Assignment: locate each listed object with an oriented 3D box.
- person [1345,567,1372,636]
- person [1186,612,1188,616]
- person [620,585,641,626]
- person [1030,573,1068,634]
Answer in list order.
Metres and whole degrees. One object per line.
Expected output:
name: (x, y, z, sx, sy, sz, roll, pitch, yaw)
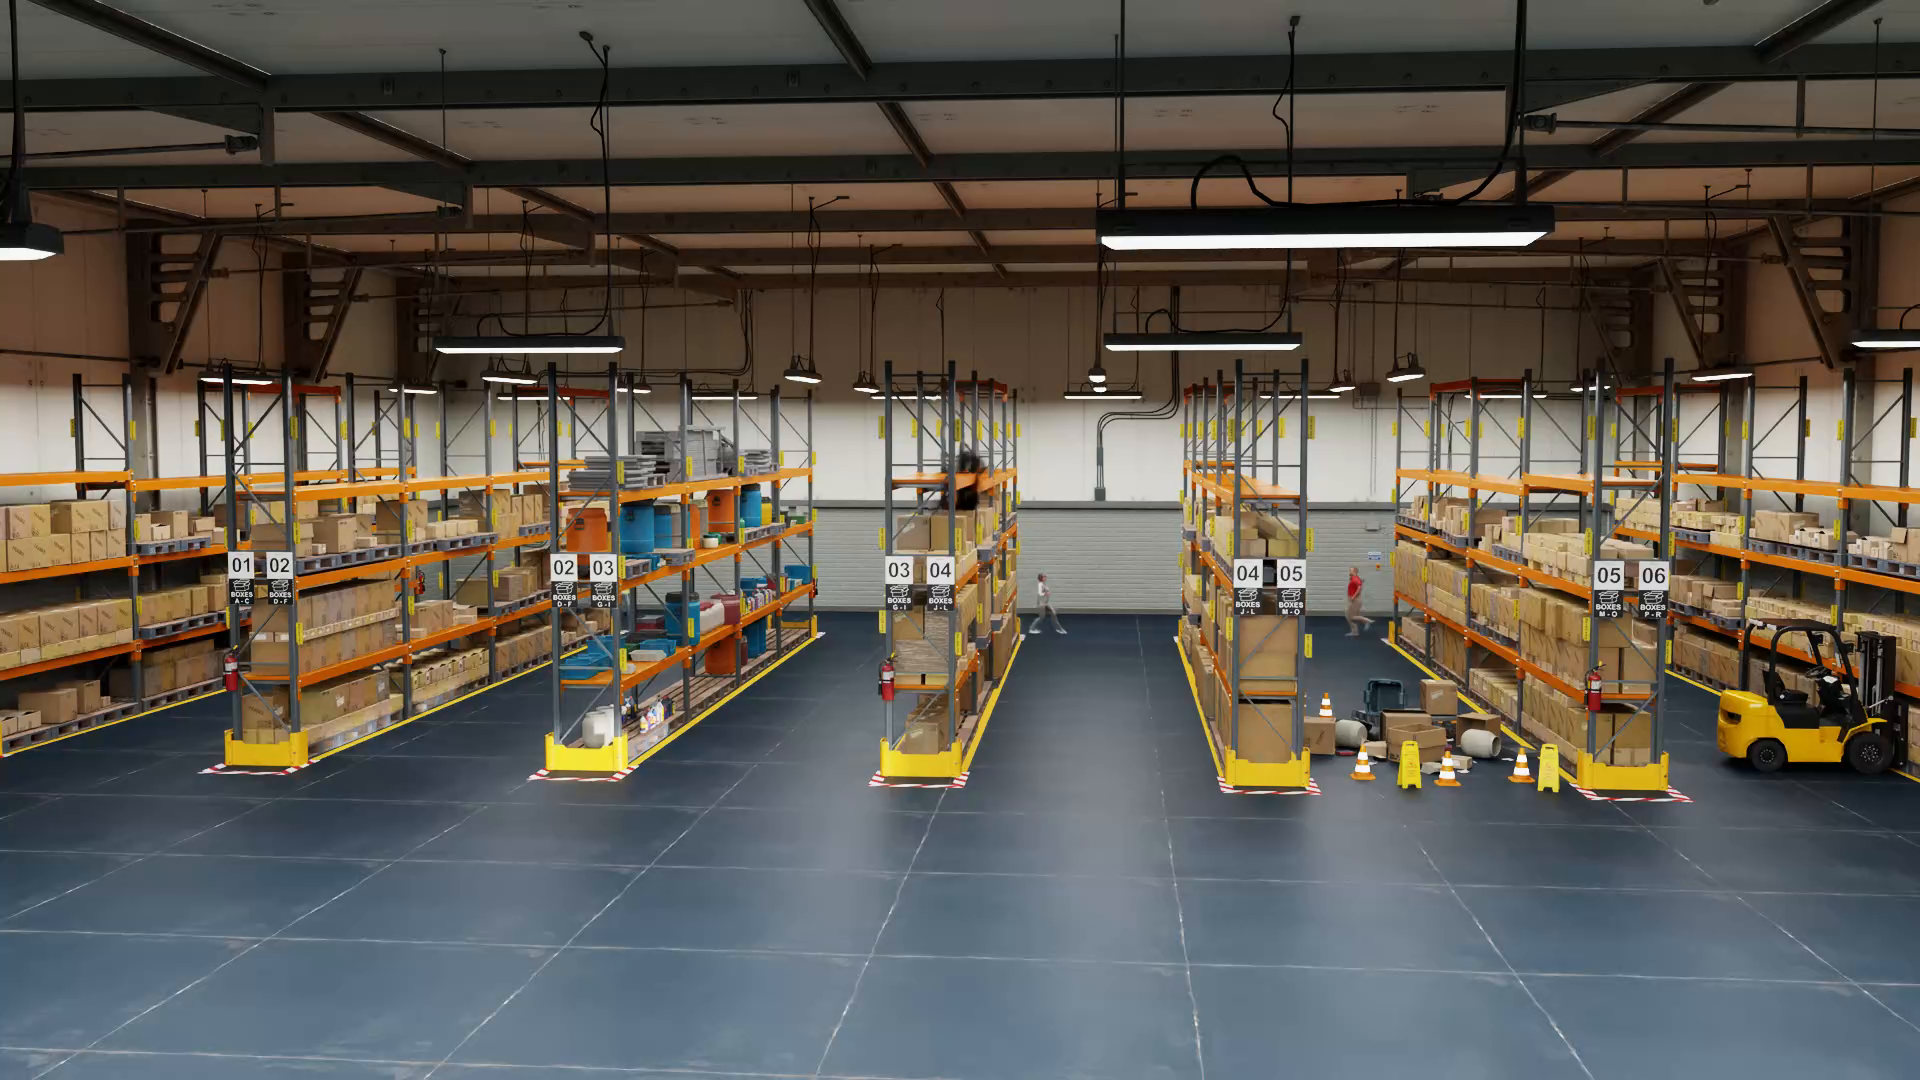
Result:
person: (9.701, 1.510, 40.436, 0.659, 1.692, 0.670, 1, 4, 14)
person: (5.814, 1.549, 40.768, 0.549, 1.600, 0.651, 1, 4, 20)
person: (-8.364, 1.372, 41.865, 0.939, 1.767, 0.734, 3, 5, 34)
person: (2.106, 1.556, 40.704, 0.936, 1.498, 0.616, 2, 4, 24)
